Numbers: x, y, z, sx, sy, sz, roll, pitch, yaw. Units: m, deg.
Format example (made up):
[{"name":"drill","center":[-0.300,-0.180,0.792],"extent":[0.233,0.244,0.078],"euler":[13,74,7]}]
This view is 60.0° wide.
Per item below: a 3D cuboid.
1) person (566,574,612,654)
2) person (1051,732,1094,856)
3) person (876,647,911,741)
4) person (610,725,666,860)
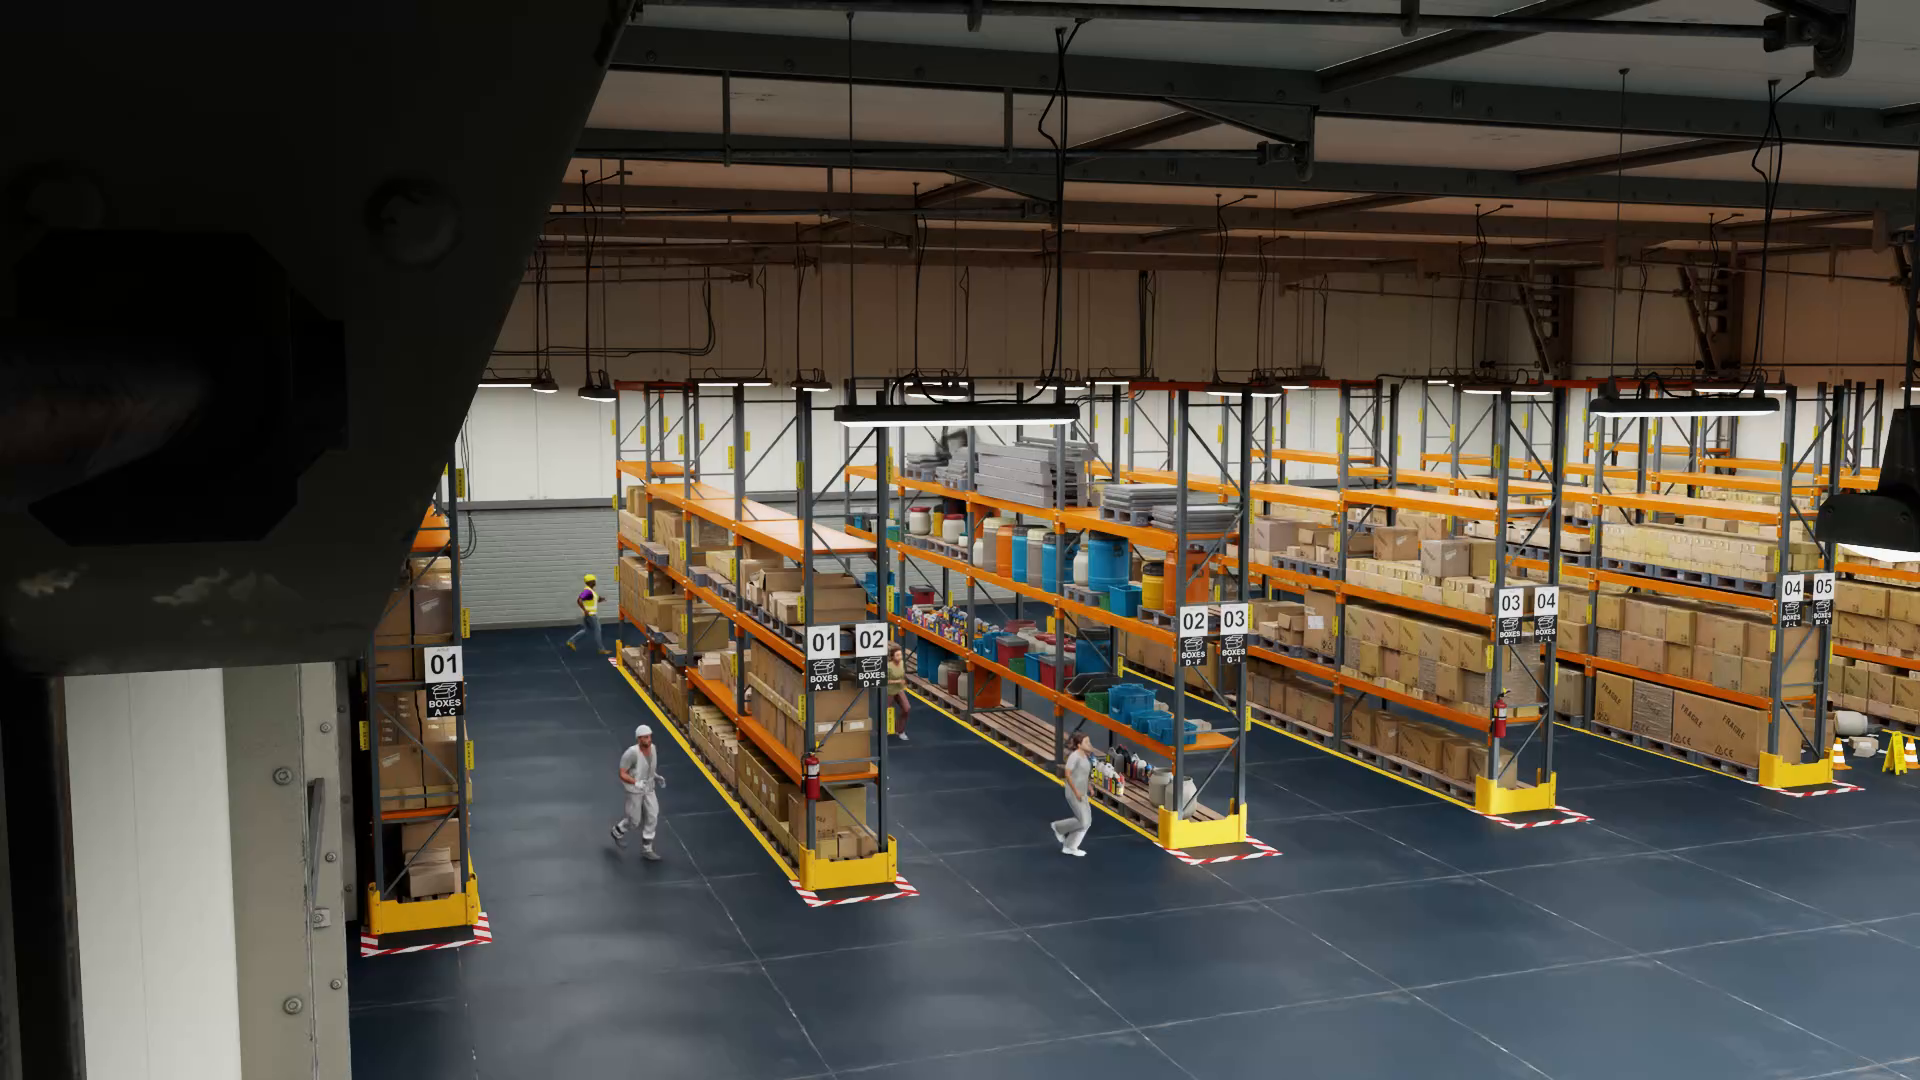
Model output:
[{"name":"person","center":[-8.063,1.613,36.081],"extent":[0.976,1.749,0.691],"euler":[-2,6,-18]},{"name":"person","center":[1.445,3.270,21.507],"extent":[0.557,1.610,0.561],"euler":[3,7,29]},{"name":"person","center":[-1.123,2.578,28.012],"extent":[0.572,1.608,0.910],"euler":[-4,7,-34]},{"name":"person","center":[-4.175,3.210,21.386],"extent":[0.864,1.743,0.662],"euler":[5,8,41]}]
